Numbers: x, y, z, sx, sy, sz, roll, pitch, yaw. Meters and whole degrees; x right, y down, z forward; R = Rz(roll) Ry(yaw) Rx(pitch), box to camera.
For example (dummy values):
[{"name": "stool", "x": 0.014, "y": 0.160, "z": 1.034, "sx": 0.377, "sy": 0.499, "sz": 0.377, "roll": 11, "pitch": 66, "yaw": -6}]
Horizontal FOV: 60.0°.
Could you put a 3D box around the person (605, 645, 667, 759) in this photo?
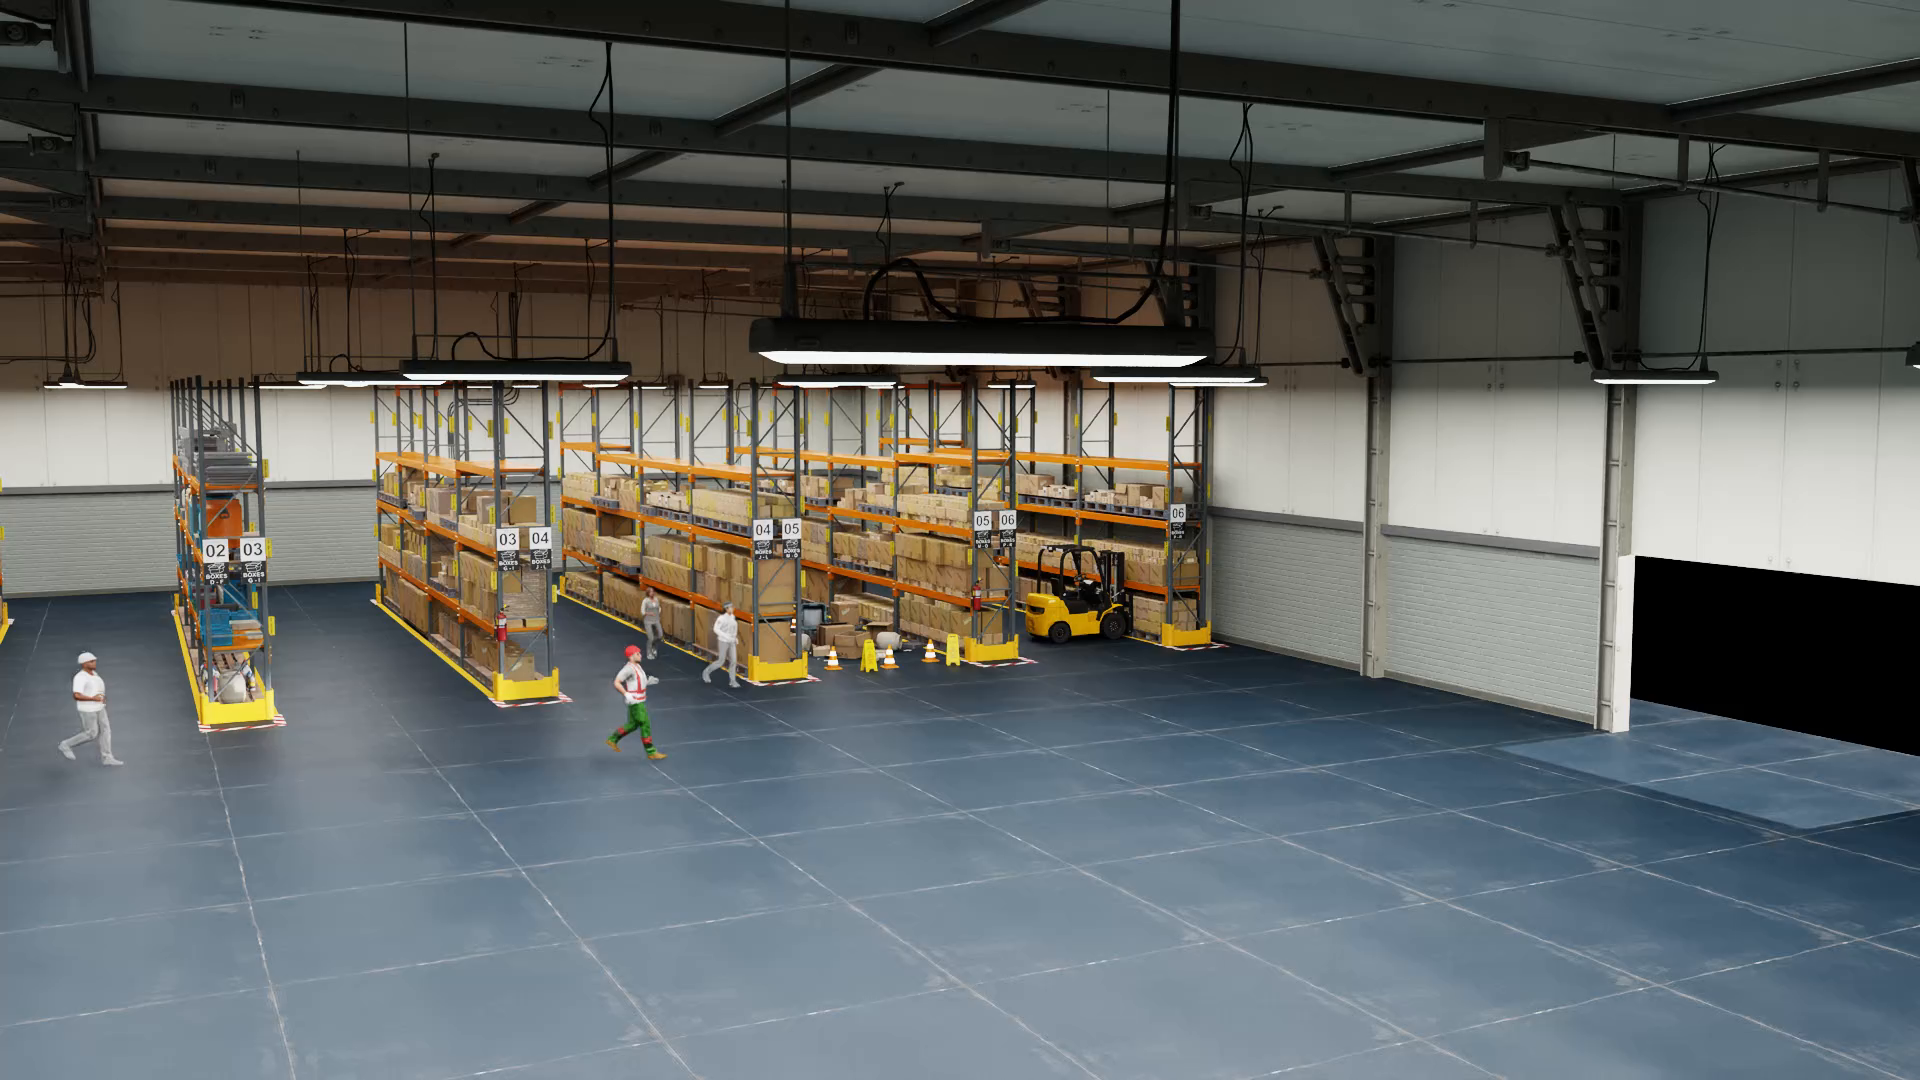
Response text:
[{"name": "person", "x": -5.050, "y": 2.514, "z": 25.838, "sx": 0.999, "sy": 1.766, "sz": 0.663, "roll": 0, "pitch": 5, "yaw": 2}]

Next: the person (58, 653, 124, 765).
[{"name": "person", "x": -13.274, "y": 2.585, "z": 25.378, "sx": 0.923, "sy": 1.752, "sz": 0.699, "roll": 0, "pitch": 5, "yaw": -2}]

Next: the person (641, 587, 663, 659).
[{"name": "person", "x": -6.536, "y": 1.779, "z": 35.463, "sx": 0.522, "sy": 1.559, "sz": 0.555, "roll": -4, "pitch": 6, "yaw": -36}]

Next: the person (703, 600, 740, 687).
[{"name": "person", "x": -4.527, "y": 2.004, "z": 32.452, "sx": 0.901, "sy": 1.655, "sz": 0.674, "roll": 3, "pitch": 6, "yaw": 34}]
